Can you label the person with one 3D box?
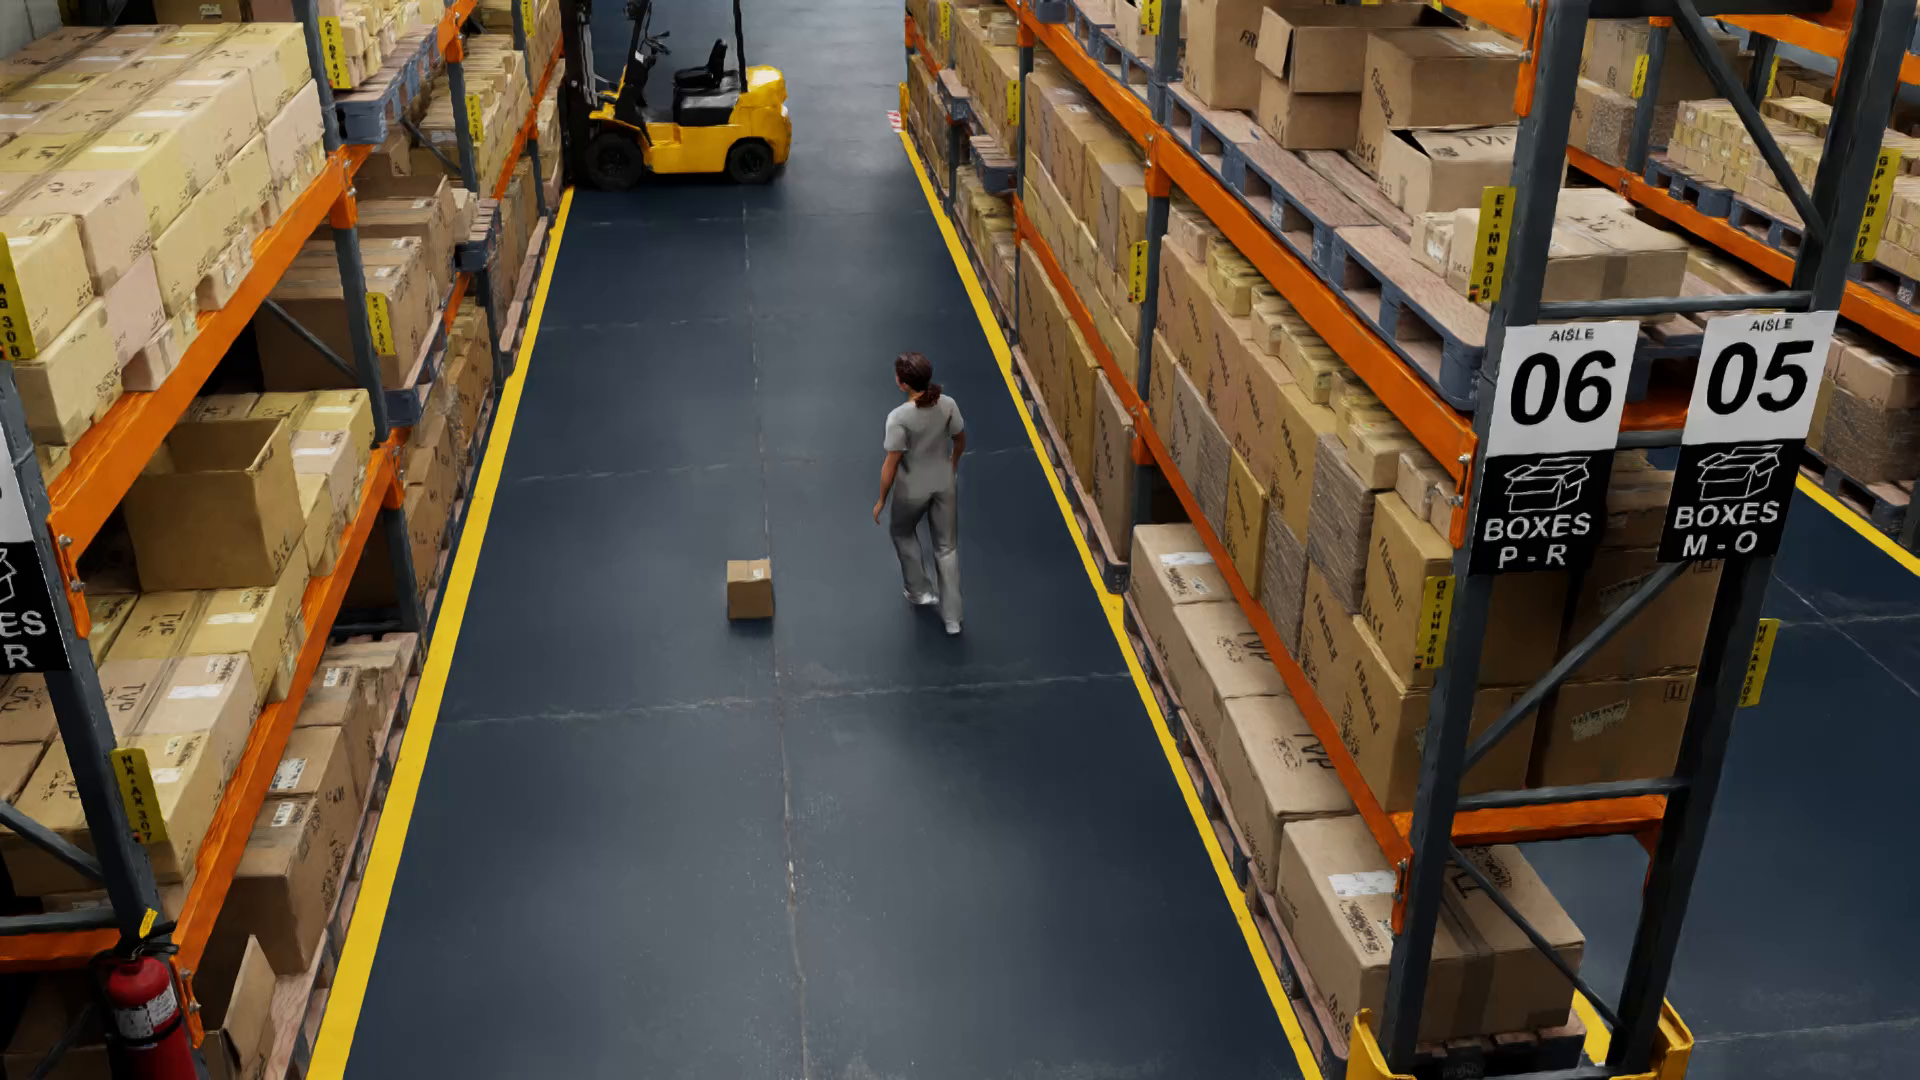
[{"bbox_3d":[-0.243,-0.282,9.252,0.571,1.691,0.630,-11,29,-20],"label":"person"}]
